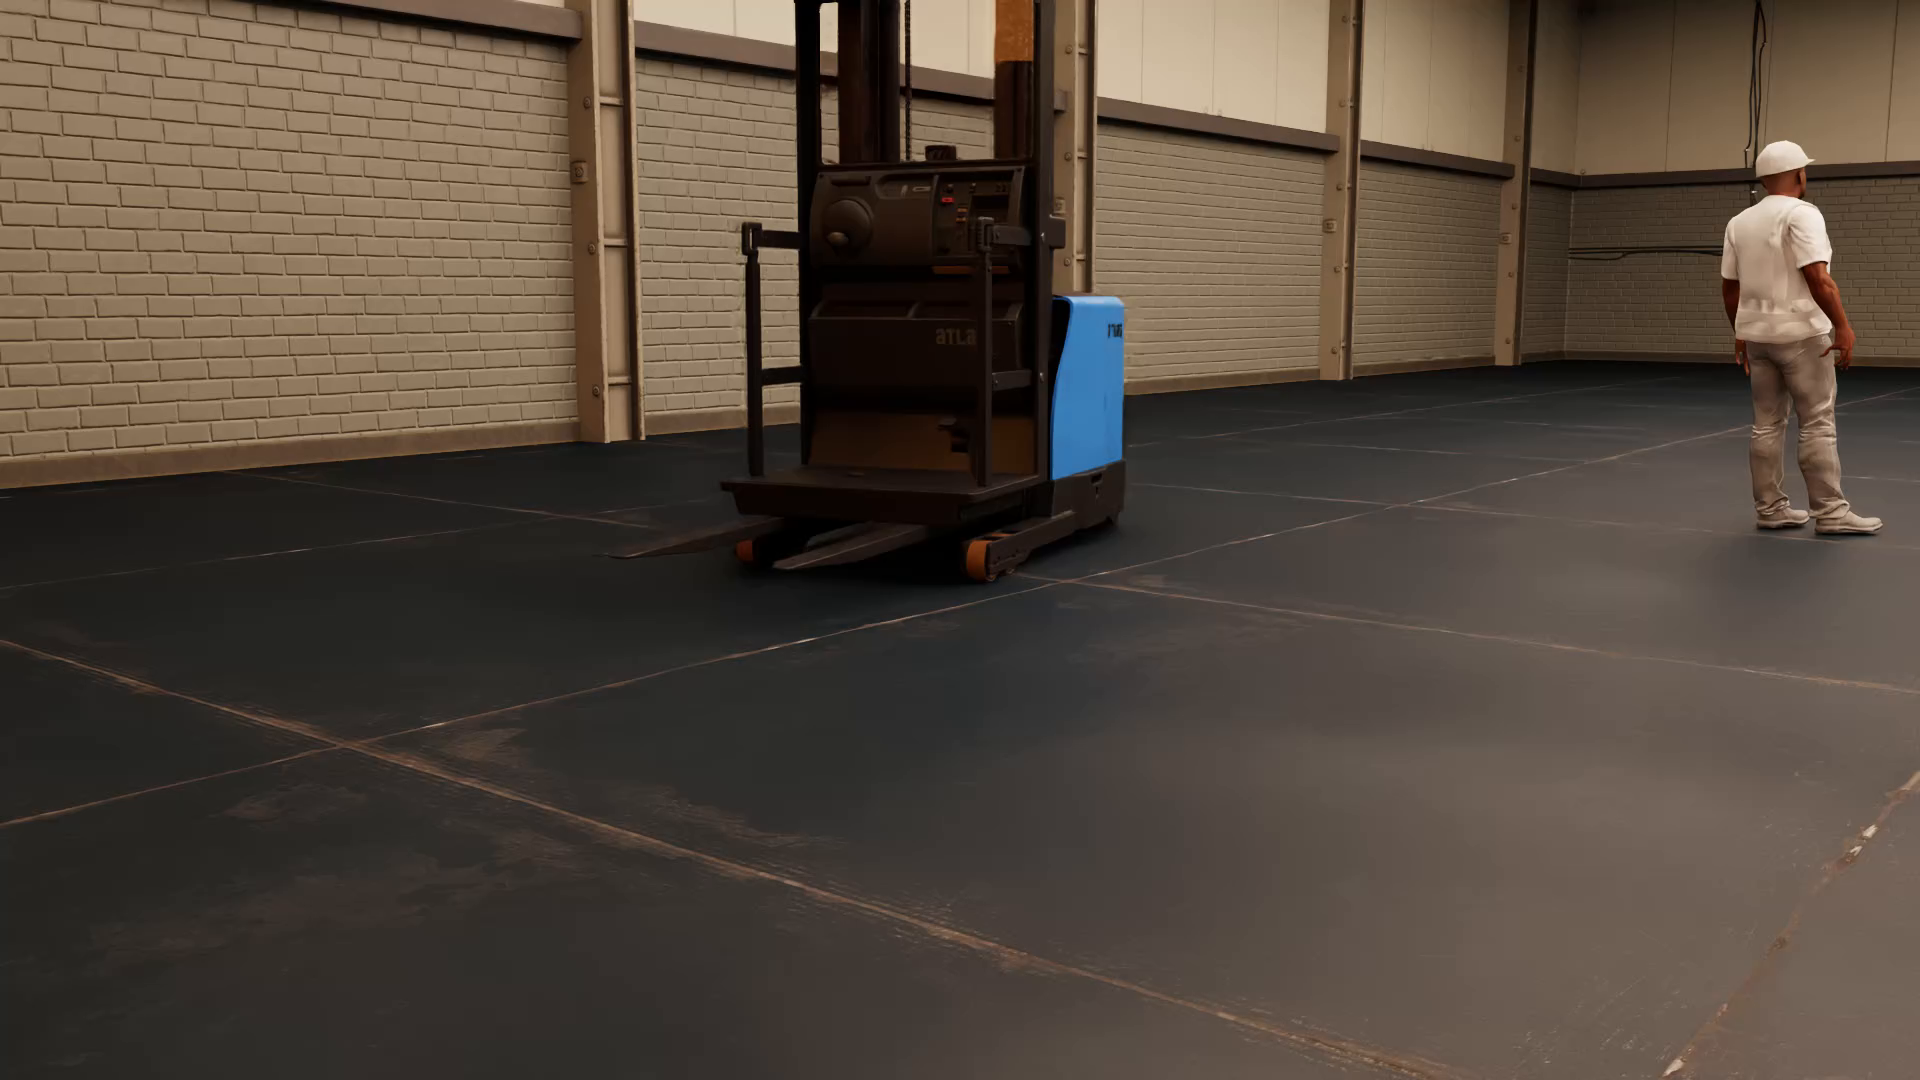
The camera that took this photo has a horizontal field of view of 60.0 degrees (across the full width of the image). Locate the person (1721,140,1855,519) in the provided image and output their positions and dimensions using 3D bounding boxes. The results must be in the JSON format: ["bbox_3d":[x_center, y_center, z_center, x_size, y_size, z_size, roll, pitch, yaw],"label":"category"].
[{"bbox_3d":[3.785,-0.963,7.628,0.419,1.707,0.665,-3,9,-17],"label":"person"}]

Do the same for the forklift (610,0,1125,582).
[{"bbox_3d":[-0.261,-1.359,6.568,1.130,2.935,3.031,4,9,23],"label":"forklift"}]
